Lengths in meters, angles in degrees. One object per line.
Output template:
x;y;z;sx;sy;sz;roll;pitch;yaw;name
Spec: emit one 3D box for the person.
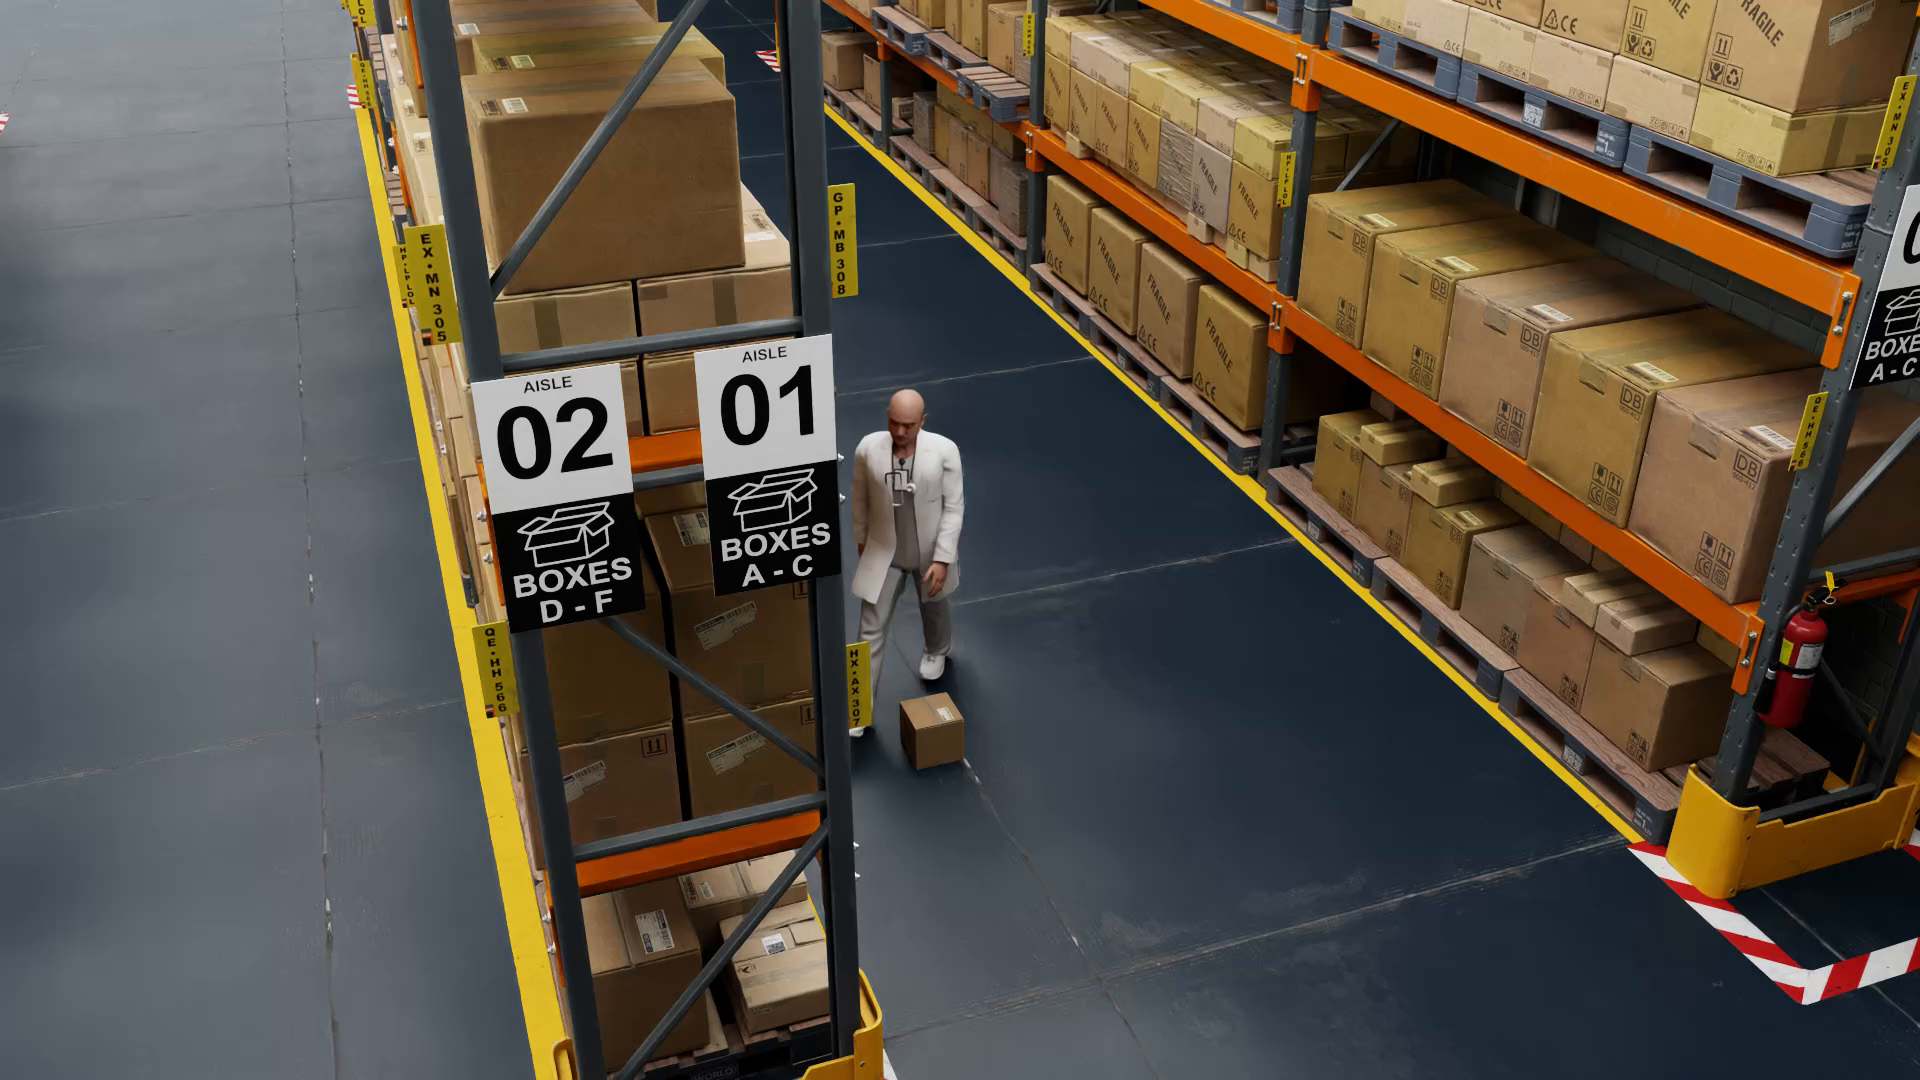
-0.282;0.080;8.238;0.605;1.742;1.001;1;29;1;person
